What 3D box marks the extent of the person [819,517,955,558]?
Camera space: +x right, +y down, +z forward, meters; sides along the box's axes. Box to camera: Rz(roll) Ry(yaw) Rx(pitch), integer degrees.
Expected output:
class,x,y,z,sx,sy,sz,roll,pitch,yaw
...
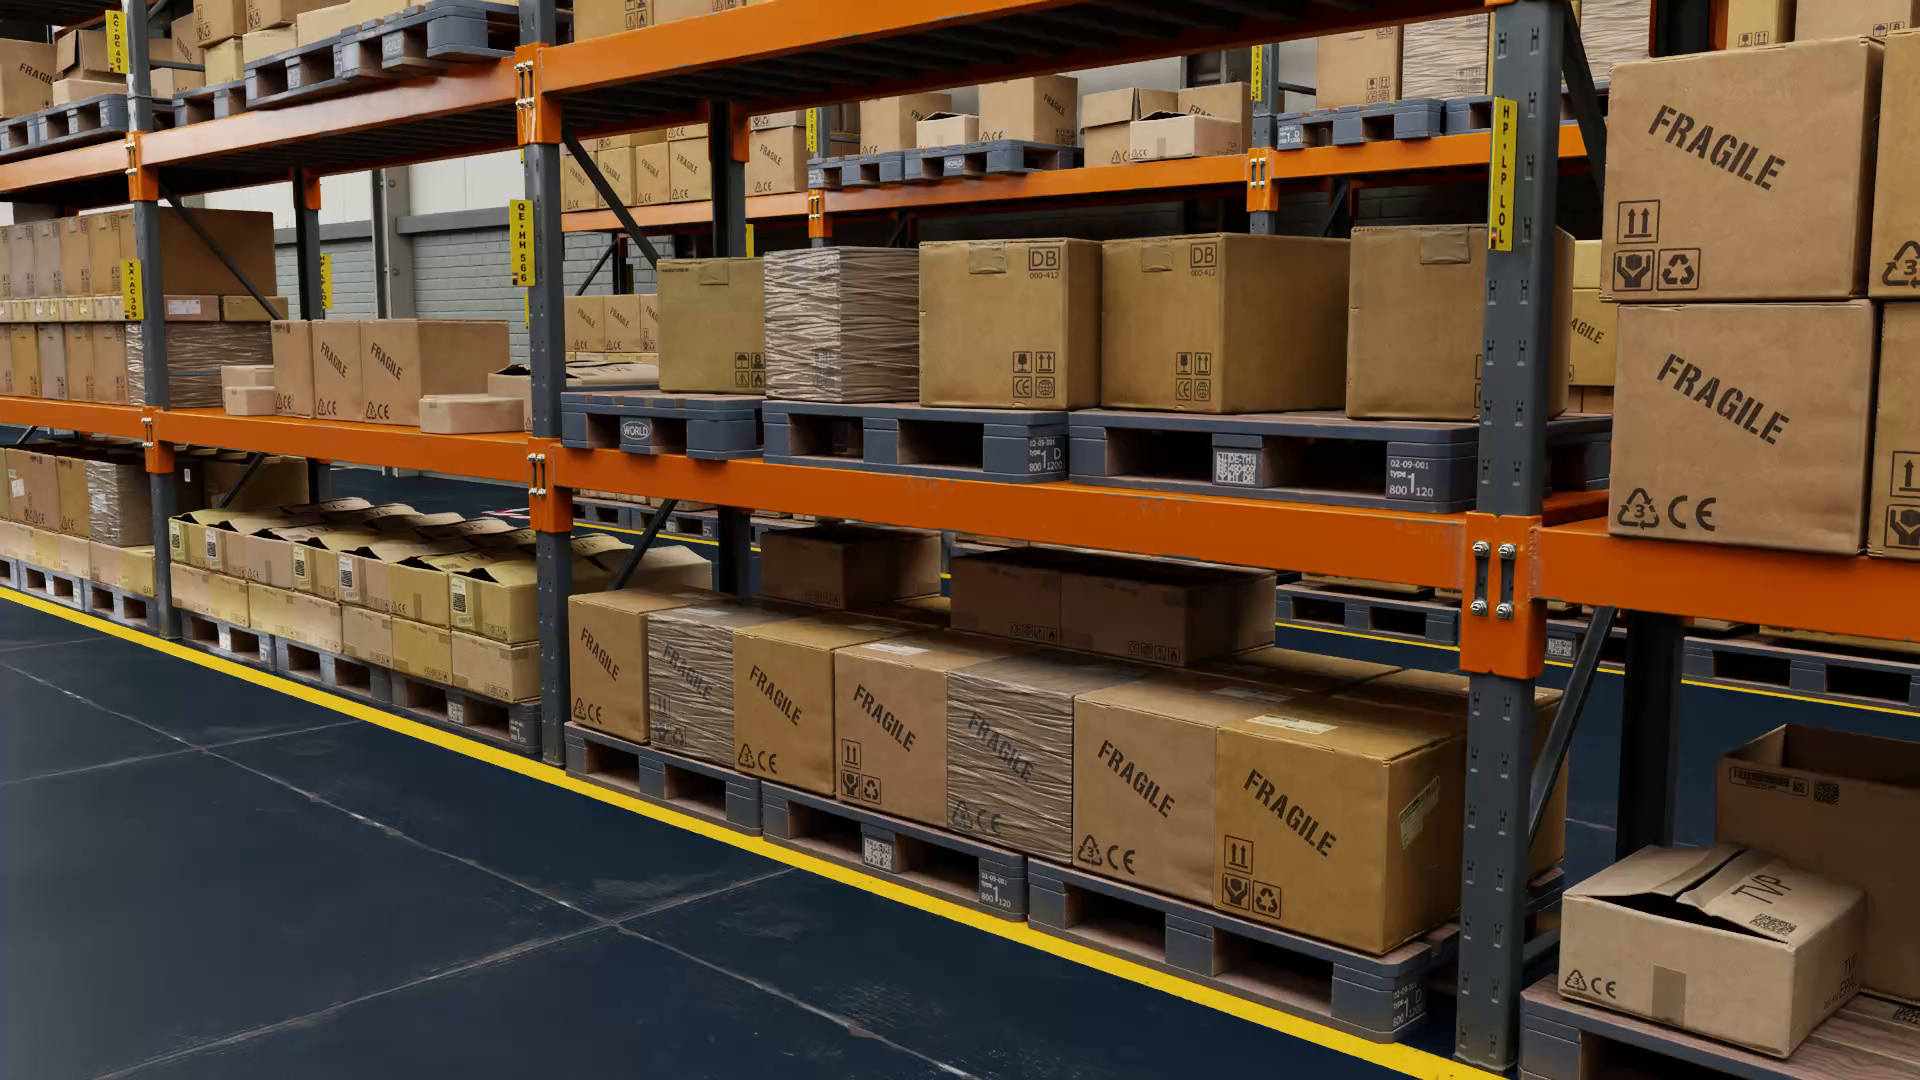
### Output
class,x,y,z,sx,sy,sz,roll,pitch,yaw
person,-0.400,0.185,8.612,0.861,0.974,0.442,6,9,41
